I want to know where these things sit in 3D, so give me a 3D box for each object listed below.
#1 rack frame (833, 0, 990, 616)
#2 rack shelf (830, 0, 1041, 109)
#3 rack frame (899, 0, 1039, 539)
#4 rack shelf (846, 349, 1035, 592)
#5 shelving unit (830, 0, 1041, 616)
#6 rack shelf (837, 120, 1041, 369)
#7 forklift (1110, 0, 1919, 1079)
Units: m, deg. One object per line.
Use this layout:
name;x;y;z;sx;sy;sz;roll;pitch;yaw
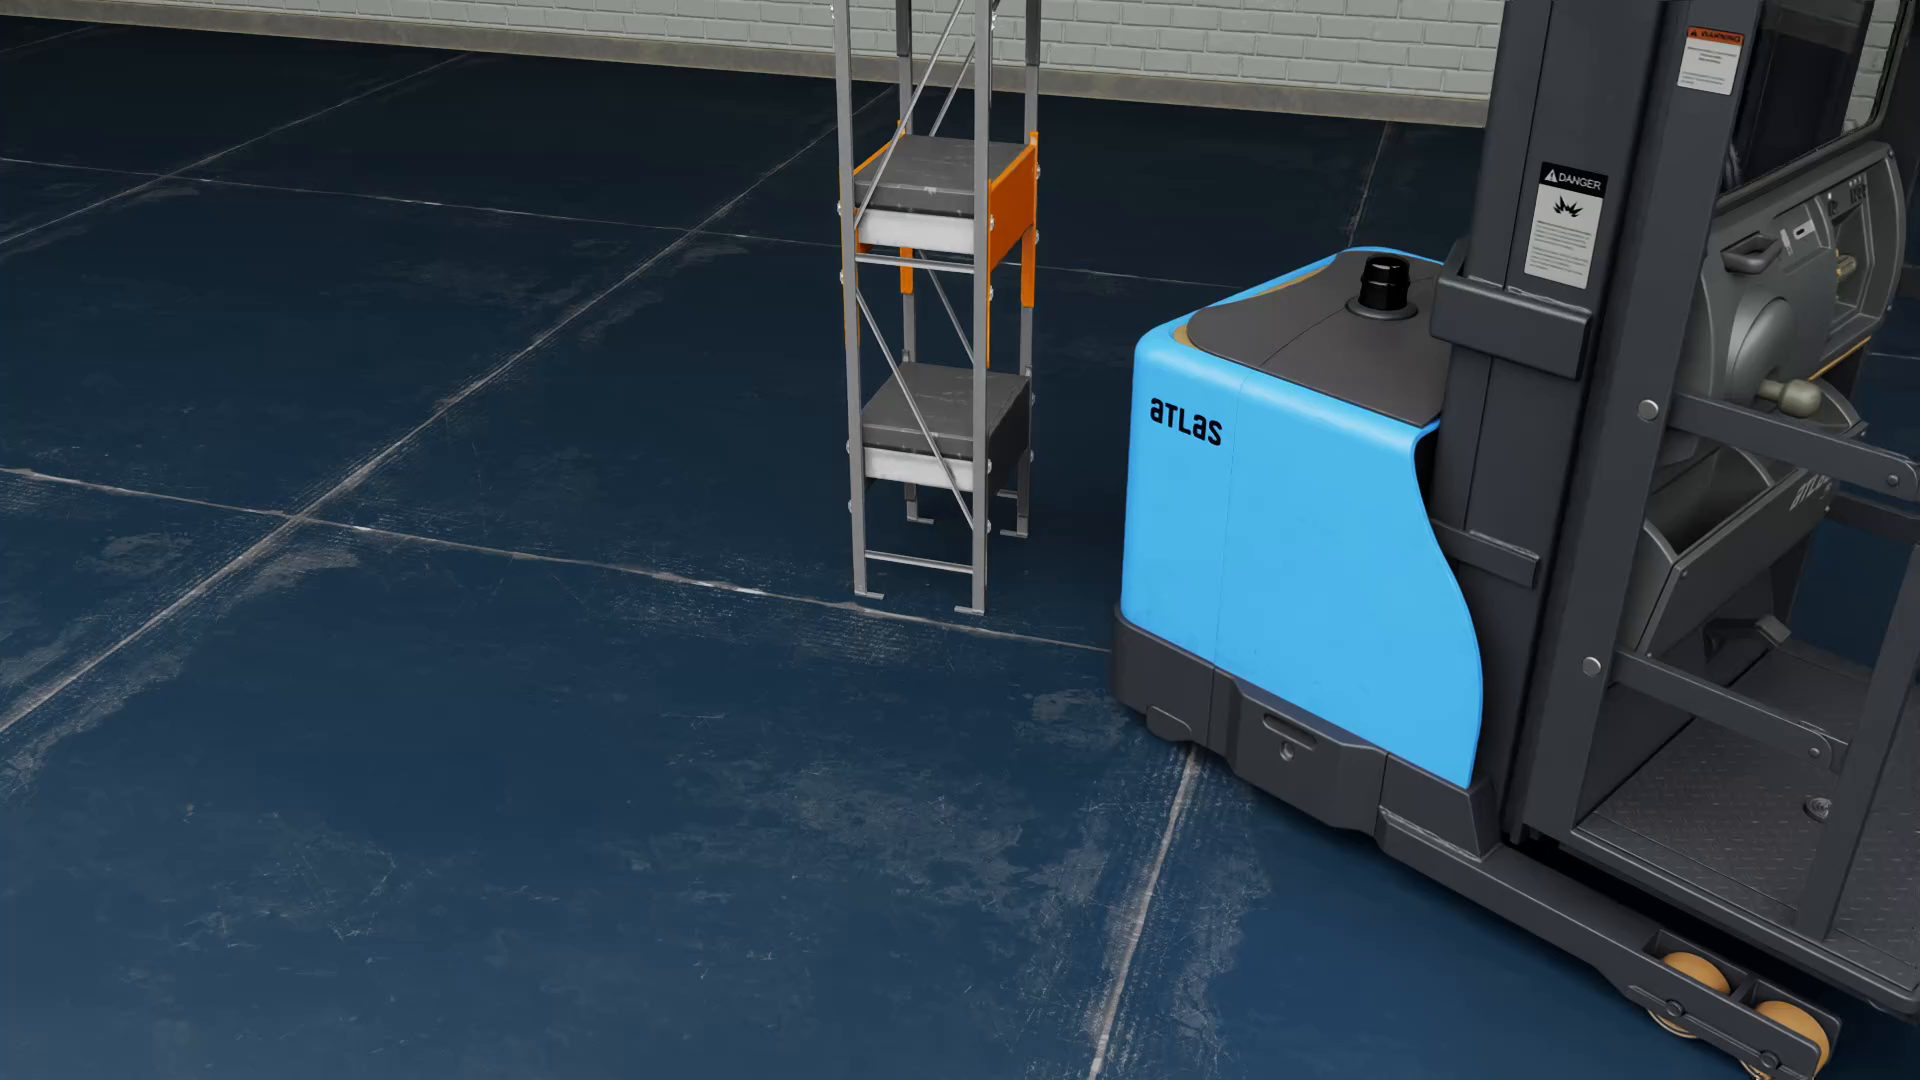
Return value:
rack frame;-0.120;-0.727;4.397;0.400;2.100;0.015;8;30;15
rack shelf;-0.049;-1.440;4.268;0.431;0.518;0.480;8;30;15
rack frame;0.023;-0.954;4.805;0.400;2.100;0.015;8;30;15
rack shelf;-0.049;-0.217;4.948;0.431;0.518;0.480;8;30;15
shelving unit;-0.049;-0.841;4.601;0.431;2.100;0.503;8;30;15
rack shelf;-0.049;-0.829;4.608;0.431;0.518;0.480;8;30;15
forklift;1.787;-0.479;3.097;1.130;2.935;3.031;-25;38;-38
